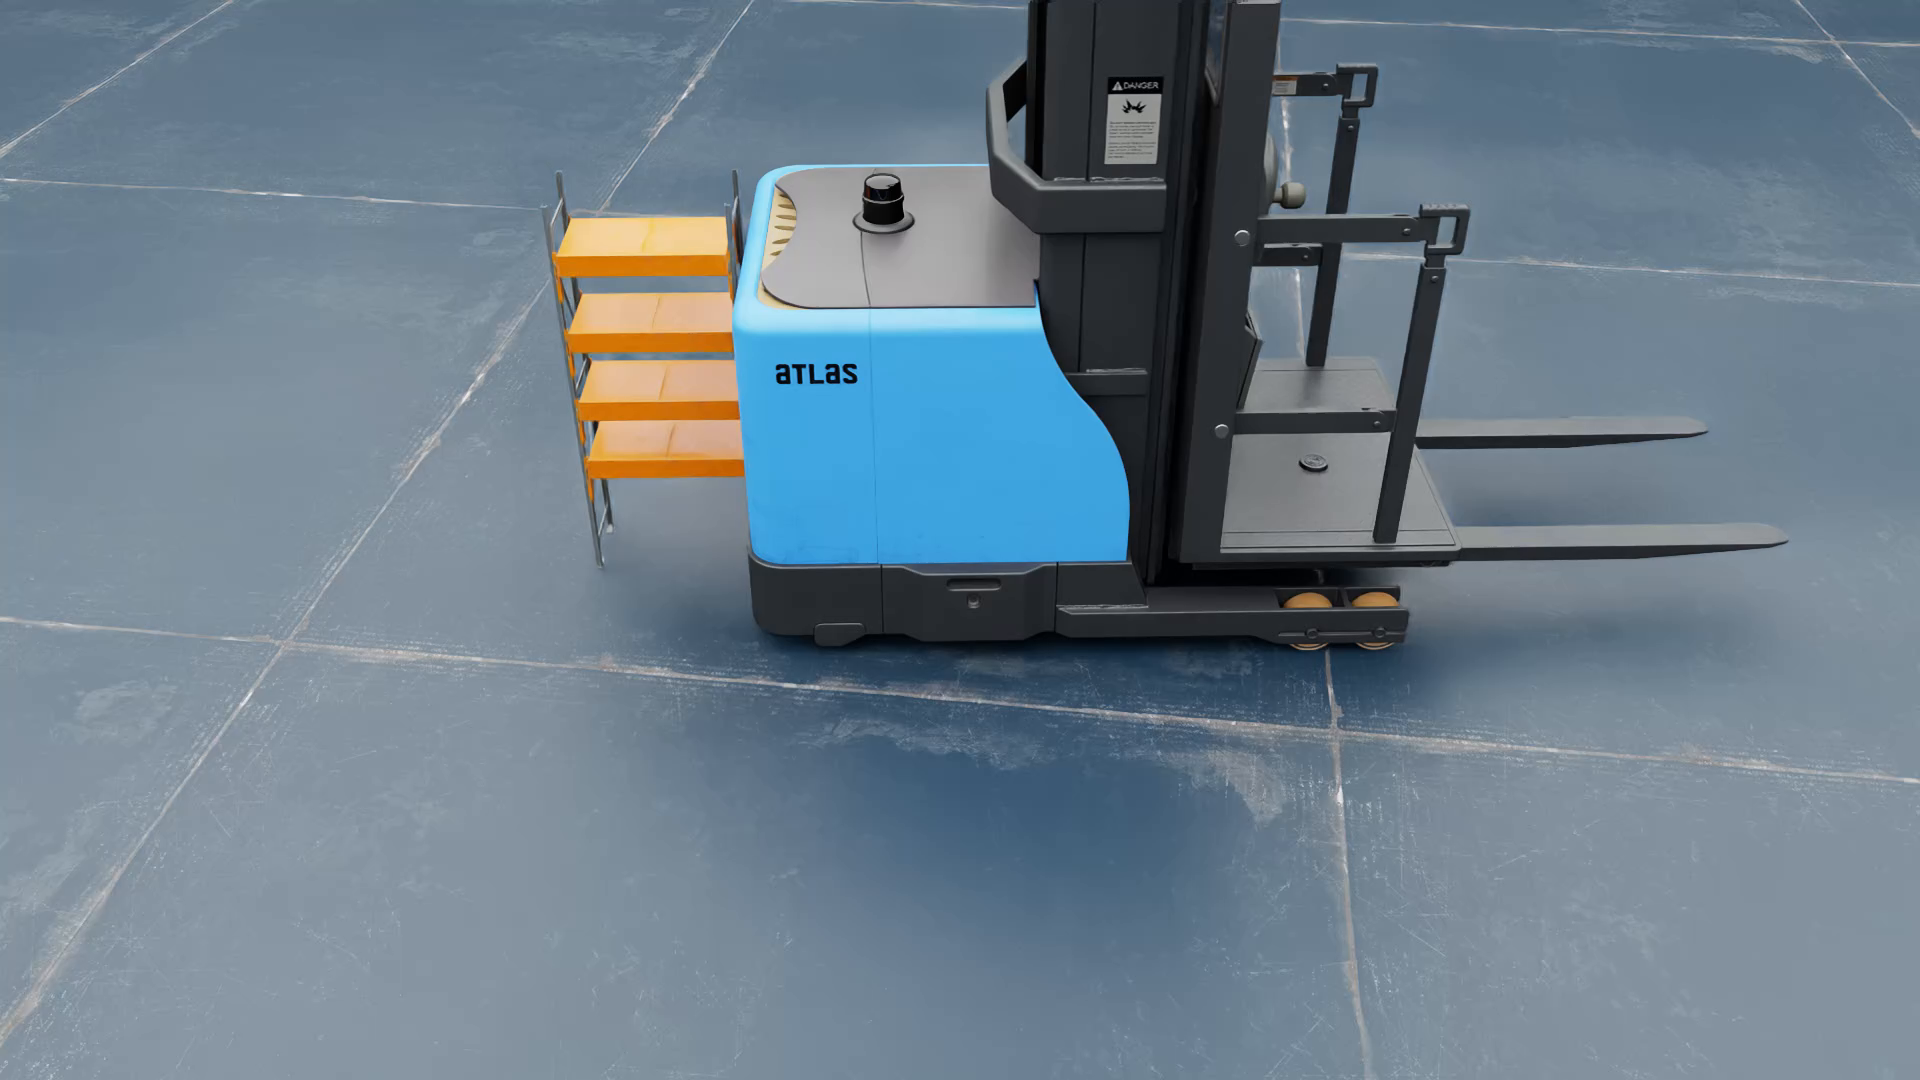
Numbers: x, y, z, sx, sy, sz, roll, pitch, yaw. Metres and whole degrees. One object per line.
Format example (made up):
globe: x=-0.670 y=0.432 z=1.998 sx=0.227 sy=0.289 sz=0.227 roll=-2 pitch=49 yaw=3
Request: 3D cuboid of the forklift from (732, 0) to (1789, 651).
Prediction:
forklift: x=0.906 y=-1.184 z=4.385 sx=3.031 sy=2.935 sz=1.130 roll=-1 pitch=36 yaw=-1

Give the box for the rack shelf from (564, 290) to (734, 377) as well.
rack shelf: x=-0.868 y=-0.598 z=4.786 sx=0.480 sy=0.148 sz=0.258 roll=-1 pitch=36 yaw=-1

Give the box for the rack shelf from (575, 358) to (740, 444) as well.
rack shelf: x=-0.868 y=-0.416 z=4.916 sx=0.480 sy=0.148 sz=0.258 roll=-1 pitch=36 yaw=-1

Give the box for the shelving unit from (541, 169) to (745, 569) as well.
shelving unit: x=-0.868 y=-0.471 z=4.877 sx=0.503 sy=1.200 sz=0.258 roll=-1 pitch=36 yaw=-1

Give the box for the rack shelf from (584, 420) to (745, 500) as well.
rack shelf: x=-0.868 y=-0.255 z=5.031 sx=0.480 sy=0.148 sz=0.258 roll=-1 pitch=36 yaw=-1

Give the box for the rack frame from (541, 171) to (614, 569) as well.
rack frame: x=-1.112 y=-0.468 z=4.873 sx=0.015 sy=1.200 sz=0.240 roll=-1 pitch=36 yaw=-1

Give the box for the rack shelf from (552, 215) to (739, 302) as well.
rack shelf: x=-0.868 y=-0.791 z=4.649 sx=0.480 sy=0.148 sz=0.258 roll=-1 pitch=36 yaw=-1

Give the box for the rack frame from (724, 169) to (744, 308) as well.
rack frame: x=-0.624 y=-0.474 z=4.881 sx=0.015 sy=1.200 sz=0.240 roll=-1 pitch=36 yaw=-1
